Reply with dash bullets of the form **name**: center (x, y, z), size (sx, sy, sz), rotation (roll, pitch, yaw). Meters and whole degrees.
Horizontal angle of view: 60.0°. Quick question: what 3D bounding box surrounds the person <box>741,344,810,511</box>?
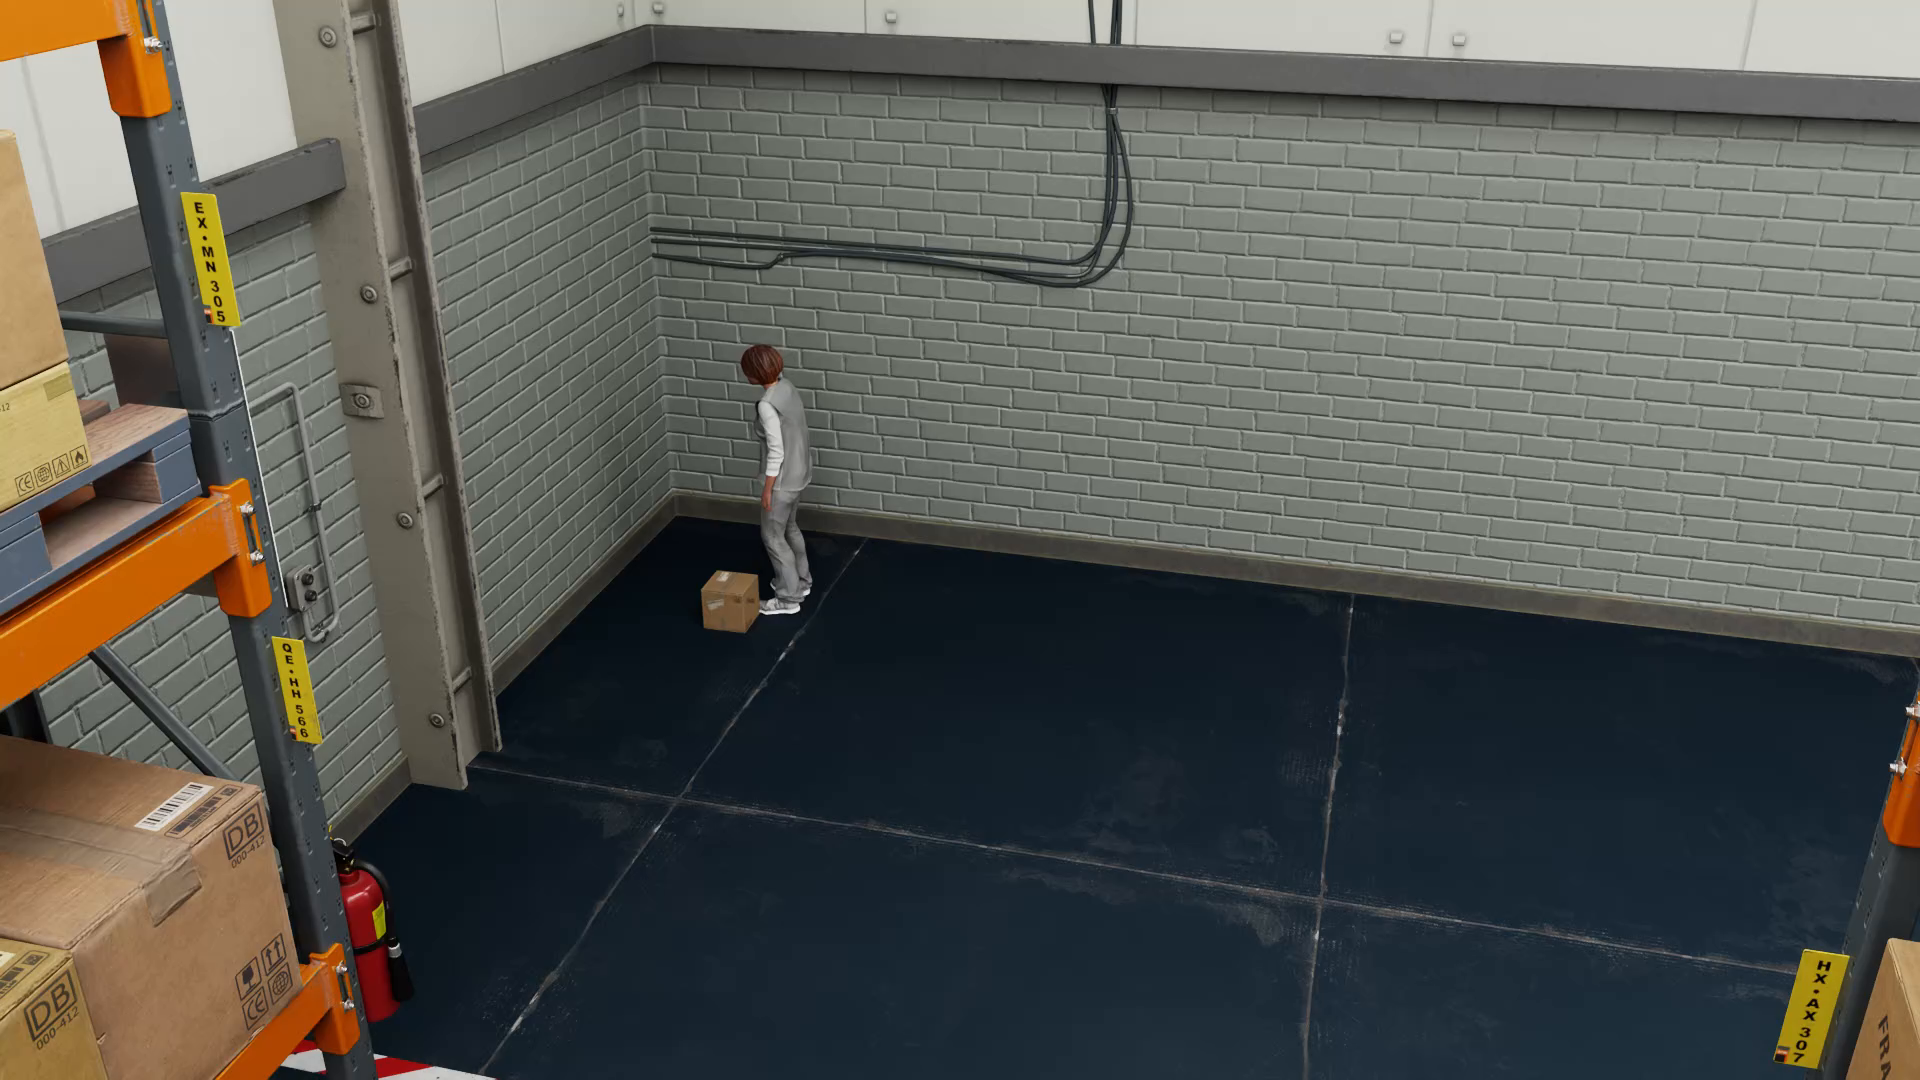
- **person**: center (-1.018, -0.638, 9.183), size (0.330, 0.902, 0.458), rotation (5, 26, 11)
